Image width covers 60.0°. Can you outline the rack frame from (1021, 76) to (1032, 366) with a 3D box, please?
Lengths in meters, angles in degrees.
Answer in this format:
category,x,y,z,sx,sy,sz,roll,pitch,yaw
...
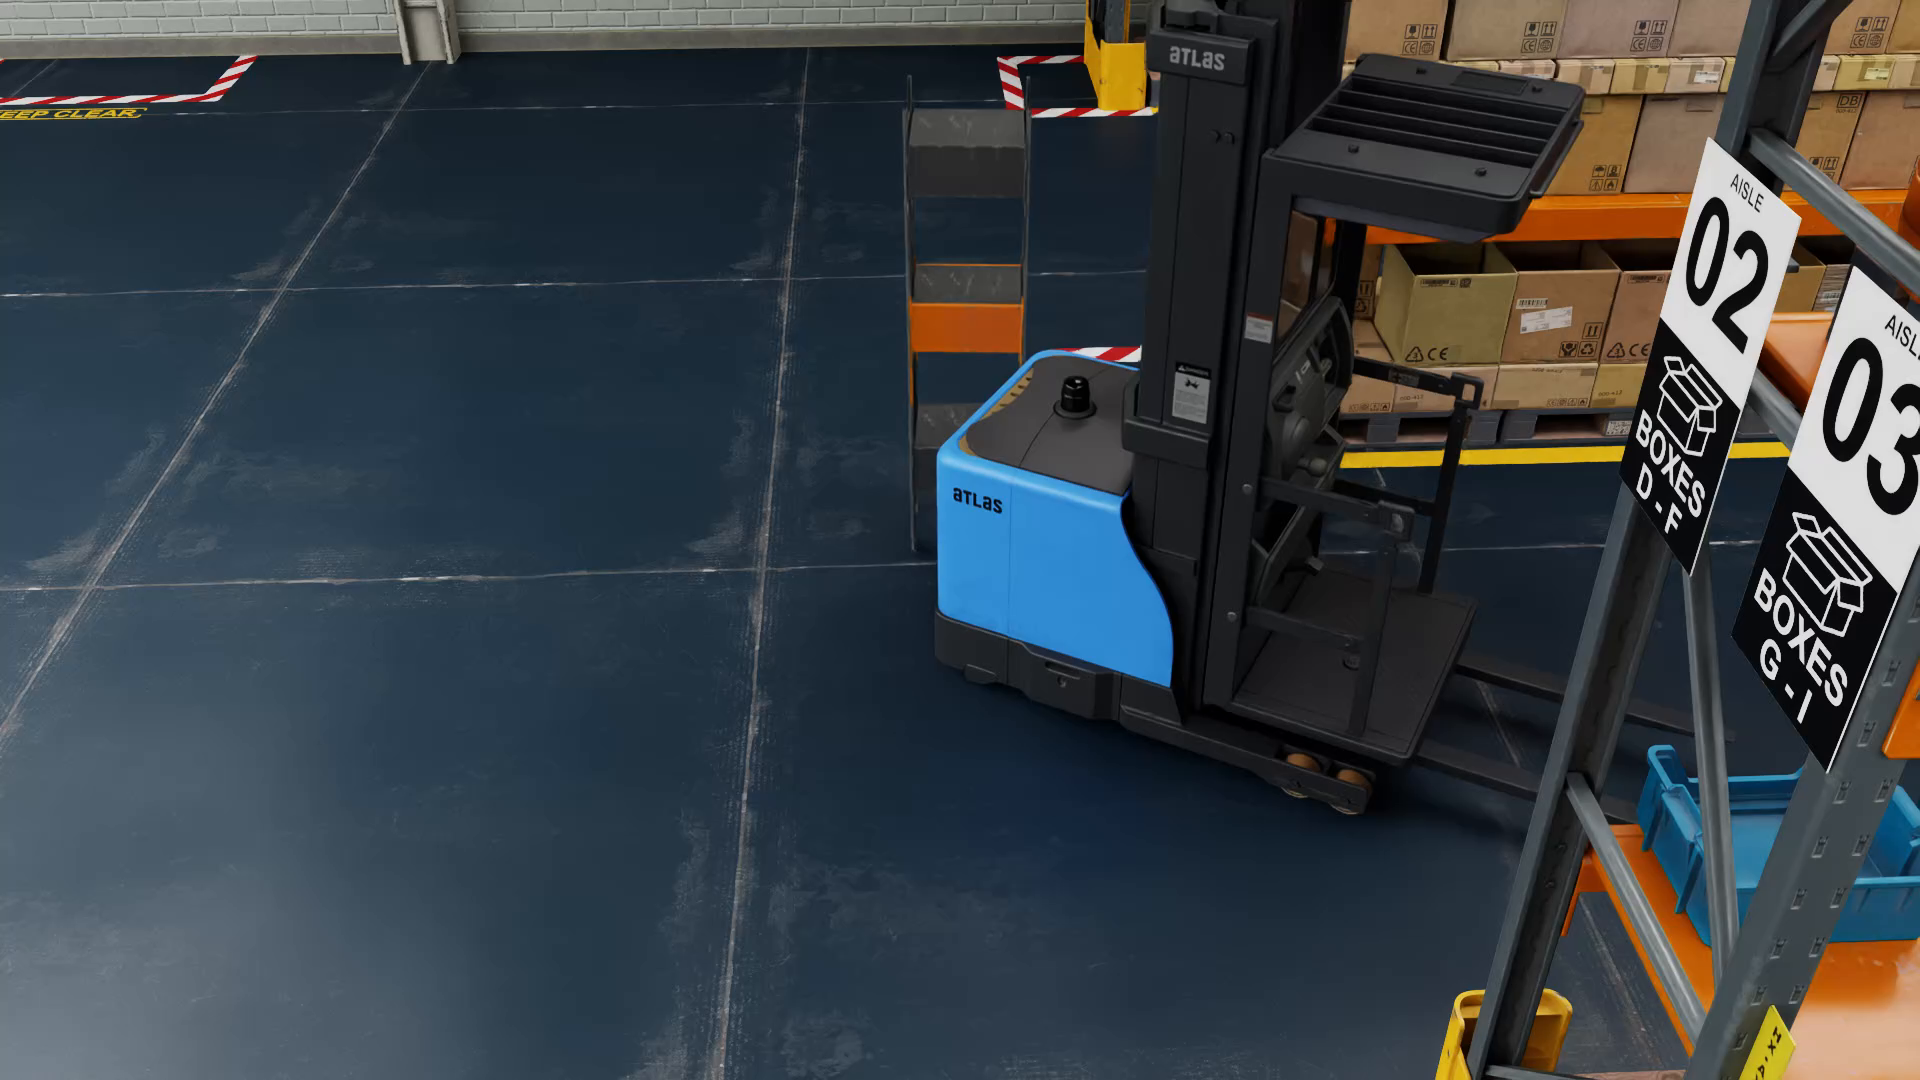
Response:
category,x,y,z,sx,sy,sz,roll,pitch,yaw
rack frame,0.276,-0.919,7.233,0.015,2.100,0.400,1,35,1

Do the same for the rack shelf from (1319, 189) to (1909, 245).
category,x,y,z,sx,sy,sz,roll,pitch,yaw
rack shelf,3.343,-1.699,8.201,4.000,0.370,1.077,-2,35,-2

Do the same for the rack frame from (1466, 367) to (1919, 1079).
category,x,y,z,sx,sy,sz,roll,pitch,yaw
rack frame,1.576,0.875,3.850,0.127,3.000,1.000,-2,35,-2

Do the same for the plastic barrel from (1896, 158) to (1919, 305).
category,x,y,z,sx,sy,sz,roll,pitch,yaw
plastic barrel,2.056,-0.793,2.878,0.708,0.830,0.600,-2,35,-2

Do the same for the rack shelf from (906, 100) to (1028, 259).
category,x,y,z,sx,sy,sz,roll,pitch,yaw
rack shelf,0.032,-1.487,6.847,0.480,0.518,0.431,1,35,1

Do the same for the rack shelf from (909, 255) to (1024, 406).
category,x,y,z,sx,sy,sz,roll,pitch,yaw
rack shelf,0.032,-0.911,7.246,0.480,0.518,0.431,1,35,1

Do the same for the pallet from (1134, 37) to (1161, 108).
category,x,y,z,sx,sy,sz,roll,pitch,yaw
pallet,1.996,-3.614,12.786,1.213,0.211,1.003,-2,35,-2

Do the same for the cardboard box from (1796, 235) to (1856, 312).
category,x,y,z,sx,sy,sz,roll,pitch,yaw
cardboard box,4.388,-1.255,8.316,0.500,0.500,0.500,-2,35,-2

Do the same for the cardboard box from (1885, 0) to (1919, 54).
category,x,y,z,sx,sy,sz,roll,pitch,yaw
cardboard box,4.393,-2.593,7.633,0.500,0.500,0.700,-2,35,-2

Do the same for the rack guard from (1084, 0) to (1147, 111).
category,x,y,z,sx,sy,sz,roll,pitch,yaw
rack guard,1.183,-3.731,12.702,0.348,0.500,1.175,-2,35,-2

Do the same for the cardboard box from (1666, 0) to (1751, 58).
category,x,y,z,sx,sy,sz,roll,pitch,yaw
cardboard box,3.394,-2.567,7.596,0.500,0.500,0.700,-2,35,-2

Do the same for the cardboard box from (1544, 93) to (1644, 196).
category,x,y,z,sx,sy,sz,roll,pitch,yaw
cardboard box,2.833,-2.014,7.937,0.500,0.500,0.700,-1,35,-2

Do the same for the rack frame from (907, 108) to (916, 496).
category,x,y,z,sx,sy,sz,roll,pitch,yaw
rack frame,-0.212,-0.925,7.242,0.006,1.831,0.380,1,35,1

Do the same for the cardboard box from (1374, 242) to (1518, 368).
category,x,y,z,sx,sy,sz,roll,pitch,yaw
cardboard box,2.391,-1.194,8.227,0.500,0.500,0.500,-2,35,-2

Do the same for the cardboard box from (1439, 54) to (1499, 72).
category,x,y,z,sx,sy,sz,roll,pitch,yaw
cardboard box,2.260,-2.151,7.565,0.250,0.149,0.380,-1,35,-2

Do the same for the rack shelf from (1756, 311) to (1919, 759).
category,x,y,z,sx,sy,sz,roll,pitch,yaw
rack shelf,3.574,-0.117,3.279,4.000,0.370,1.077,-2,35,-2

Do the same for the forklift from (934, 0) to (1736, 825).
category,x,y,z,sx,sy,sz,roll,pitch,yaw
forklift,1.216,-0.649,6.112,3.643,2.935,1.319,17,38,22

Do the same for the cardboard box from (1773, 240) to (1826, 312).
category,x,y,z,sx,sy,sz,roll,pitch,yaw
cardboard box,3.889,-1.240,8.294,0.500,0.500,0.500,-2,35,-2

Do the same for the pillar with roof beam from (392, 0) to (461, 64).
category,x,y,z,sx,sy,sz,roll,pitch,yaw
pillar with roof beam,-4.024,-5.125,7.248,0.400,9.000,9.100,-2,35,-2

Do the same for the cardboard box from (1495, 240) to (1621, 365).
category,x,y,z,sx,sy,sz,roll,pitch,yaw
cardboard box,2.890,-1.215,8.257,0.500,0.500,0.500,-2,35,-2

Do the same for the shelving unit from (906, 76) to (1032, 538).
category,x,y,z,sx,sy,sz,roll,pitch,yaw
shelving unit,0.034,-0.923,7.238,0.499,2.100,0.431,1,35,1

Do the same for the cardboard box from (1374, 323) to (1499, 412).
category,x,y,z,sx,sy,sz,roll,pitch,yaw
cardboard box,2.391,-0.886,8.442,0.500,0.250,0.500,-2,35,-2

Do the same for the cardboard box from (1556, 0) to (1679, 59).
category,x,y,z,sx,sy,sz,roll,pitch,yaw
cardboard box,2.894,-2.553,7.576,0.500,0.500,0.700,-1,35,-2

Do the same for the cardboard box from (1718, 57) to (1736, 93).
category,x,y,z,sx,sy,sz,roll,pitch,yaw
cardboard box,3.546,-2.185,7.614,0.250,0.149,0.380,0,35,-1

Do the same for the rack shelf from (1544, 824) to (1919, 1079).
category,x,y,z,sx,sy,sz,roll,pitch,yaw
rack shelf,3.574,1.117,4.133,4.000,0.370,1.077,-2,35,-2

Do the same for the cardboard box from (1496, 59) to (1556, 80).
category,x,y,z,sx,sy,sz,roll,pitch,yaw
cardboard box,2.513,-2.157,7.573,0.250,0.149,0.380,-2,35,-3

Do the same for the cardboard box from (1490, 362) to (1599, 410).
category,x,y,z,sx,sy,sz,roll,pitch,yaw
cardboard box,2.890,-0.900,8.461,0.500,0.250,0.500,-2,35,-2

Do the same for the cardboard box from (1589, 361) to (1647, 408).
category,x,y,z,sx,sy,sz,roll,pitch,yaw
cardboard box,3.390,-0.910,8.477,0.500,0.250,0.500,-2,35,-2

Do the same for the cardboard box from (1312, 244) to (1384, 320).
category,x,y,z,sx,sy,sz,roll,pitch,yaw
cardboard box,1.867,-1.475,8.633,0.500,0.500,0.500,-2,35,-2

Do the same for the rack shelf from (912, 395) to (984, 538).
category,x,y,z,sx,sy,sz,roll,pitch,yaw
rack shelf,0.032,-0.336,7.644,0.480,0.518,0.431,1,35,1

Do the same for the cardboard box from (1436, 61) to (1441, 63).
category,x,y,z,sx,sy,sz,roll,pitch,yaw
cardboard box,2.011,-2.146,7.556,0.250,0.149,0.380,-2,35,-3

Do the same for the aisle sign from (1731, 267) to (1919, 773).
category,x,y,z,sx,sy,sz,roll,pitch,yaw
aisle sign,1.518,-0.026,2.867,0.004,0.787,0.394,-2,35,-2

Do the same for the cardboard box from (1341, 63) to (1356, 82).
category,x,y,z,sx,sy,sz,roll,pitch,yaw
cardboard box,1.748,-2.137,7.544,0.250,0.149,0.380,-2,35,-3

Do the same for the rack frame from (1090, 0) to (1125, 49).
category,x,y,z,sx,sy,sz,roll,pitch,yaw
rack frame,1.107,-4.757,11.987,0.127,3.000,1.000,-2,35,-2

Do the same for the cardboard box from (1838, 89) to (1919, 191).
category,x,y,z,sx,sy,sz,roll,pitch,yaw
cardboard box,4.372,-2.056,7.998,0.500,0.500,0.700,-2,35,-3

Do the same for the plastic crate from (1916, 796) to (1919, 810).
category,x,y,z,sx,sy,sz,roll,pitch,yaw
plastic crate,2.711,0.738,4.178,0.408,0.251,0.499,-2,35,-2

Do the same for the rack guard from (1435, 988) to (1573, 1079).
category,x,y,z,sx,sy,sz,roll,pitch,yaw
rack guard,1.650,1.874,4.603,0.348,0.500,1.175,-2,35,-2

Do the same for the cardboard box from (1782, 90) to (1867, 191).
category,x,y,z,sx,sy,sz,roll,pitch,yaw
cardboard box,3.870,-2.045,7.981,0.500,0.500,0.700,-1,35,-2

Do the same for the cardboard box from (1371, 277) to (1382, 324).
category,x,y,z,sx,sy,sz,roll,pitch,yaw
cardboard box,2.366,-1.186,8.874,0.500,0.250,0.500,-2,35,-2

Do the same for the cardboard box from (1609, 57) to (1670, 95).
category,x,y,z,sx,sy,sz,roll,pitch,yaw
cardboard box,3.034,-2.173,7.596,0.250,0.149,0.380,-2,35,-3

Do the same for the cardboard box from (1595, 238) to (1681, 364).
category,x,y,z,sx,sy,sz,roll,pitch,yaw
cardboard box,3.390,-1.218,8.263,0.500,0.500,0.500,-2,35,-2

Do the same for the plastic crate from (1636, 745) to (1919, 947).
category,x,y,z,sx,sy,sz,roll,pitch,yaw
plastic crate,2.062,0.752,4.158,0.616,0.251,0.499,-2,35,-2

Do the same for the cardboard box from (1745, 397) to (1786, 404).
category,x,y,z,sx,sy,sz,roll,pitch,yaw
cardboard box,3.890,-0.924,8.497,0.500,0.250,0.500,-2,35,-2

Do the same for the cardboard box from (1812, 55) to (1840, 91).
category,x,y,z,sx,sy,sz,roll,pitch,yaw
cardboard box,3.811,-2.194,7.627,0.250,0.149,0.380,-1,35,-1

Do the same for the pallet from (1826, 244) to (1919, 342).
category,x,y,z,sx,sy,sz,roll,pitch,yaw
pallet,2.407,-0.248,3.002,1.213,0.211,1.003,-2,35,-2

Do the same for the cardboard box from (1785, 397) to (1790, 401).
category,x,y,z,sx,sy,sz,roll,pitch,yaw
cardboard box,4.388,-0.946,8.528,0.500,0.250,0.500,-2,35,-2

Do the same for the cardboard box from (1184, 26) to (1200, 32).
category,x,y,z,sx,sy,sz,roll,pitch,yaw
cardboard box,1.803,-3.799,12.580,0.500,0.311,0.500,-5,35,-8

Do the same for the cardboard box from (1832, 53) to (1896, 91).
category,x,y,z,sx,sy,sz,roll,pitch,yaw
cardboard box,4.063,-2.201,7.637,0.250,0.149,0.380,-2,35,-2

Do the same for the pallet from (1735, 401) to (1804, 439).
category,x,y,z,sx,sy,sz,roll,pitch,yaw
pallet,4.545,-0.904,8.871,1.213,0.211,1.003,-2,35,-2

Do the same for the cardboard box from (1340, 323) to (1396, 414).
category,x,y,z,sx,sy,sz,roll,pitch,yaw
cardboard box,1.892,-0.871,8.420,0.500,0.250,0.500,-2,35,-2

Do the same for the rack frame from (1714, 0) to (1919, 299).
category,x,y,z,sx,sy,sz,roll,pitch,yaw
rack frame,1.576,-1.592,2.143,0.127,3.000,1.000,-2,35,-2

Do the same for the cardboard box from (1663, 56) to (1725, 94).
category,x,y,z,sx,sy,sz,roll,pitch,yaw
cardboard box,3.283,-2.178,7.603,0.250,0.149,0.380,-1,35,-2
